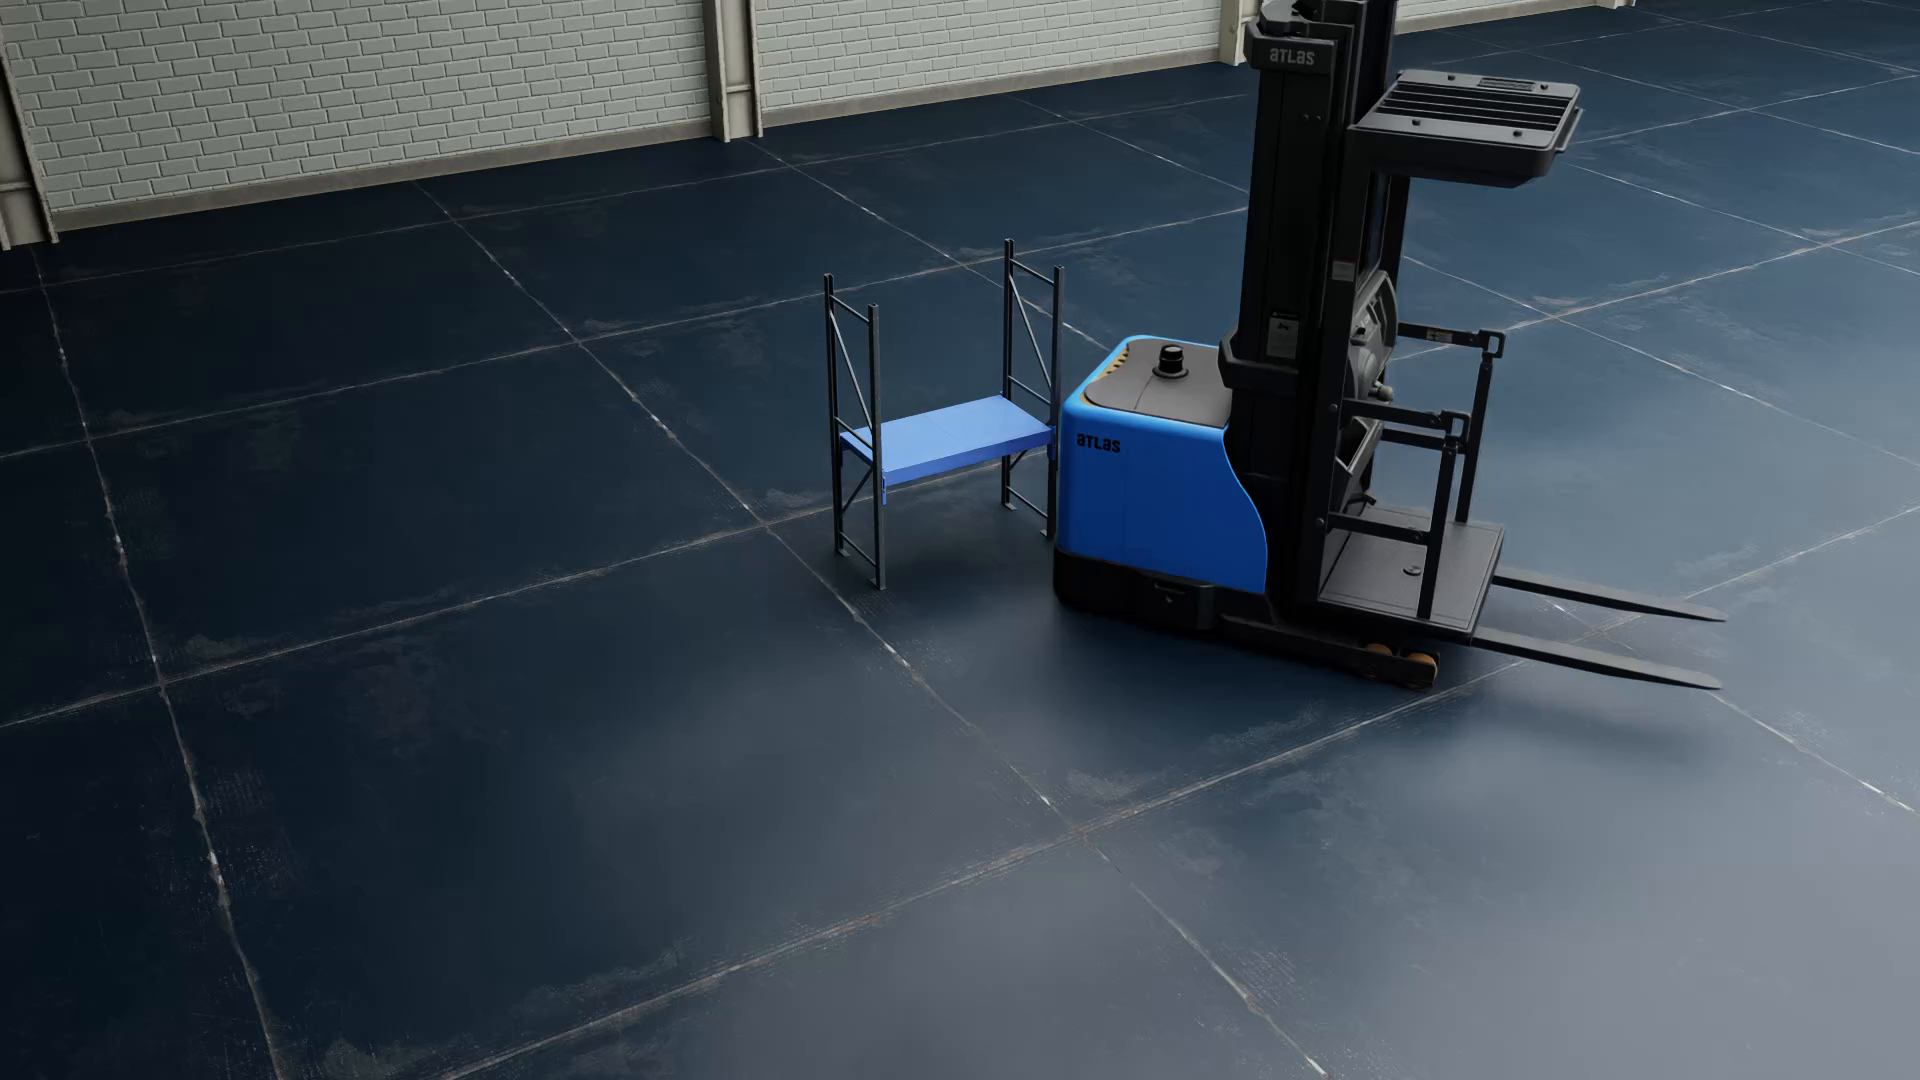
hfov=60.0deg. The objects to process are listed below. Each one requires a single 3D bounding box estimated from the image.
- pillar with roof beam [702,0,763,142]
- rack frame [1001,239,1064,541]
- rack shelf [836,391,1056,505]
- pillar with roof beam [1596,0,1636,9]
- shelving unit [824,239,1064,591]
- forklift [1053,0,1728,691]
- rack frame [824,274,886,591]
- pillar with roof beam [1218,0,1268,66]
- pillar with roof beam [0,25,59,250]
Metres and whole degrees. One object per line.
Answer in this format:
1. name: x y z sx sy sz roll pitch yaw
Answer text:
1. pillar with roof beam: 0.087 -5.952 10.222 0.400 9.000 9.100 -16 33 -26
2. rack frame: 0.365 -0.760 8.575 0.032 1.500 0.500 -16 33 -26
3. rack shelf: -0.074 -0.478 8.437 1.000 0.185 0.538 -16 33 -26
4. pillar with roof beam: 10.433 -8.890 15.545 0.400 9.000 9.100 -16 33 -26
5. shelving unit: -0.074 -0.636 8.350 1.048 1.500 0.538 -16 33 -26
6. forklift: 2.020 -0.896 7.341 3.031 2.935 1.130 12 31 21
7. rack frame: -0.512 -0.511 8.124 0.032 1.500 0.500 -16 33 -26
8. pillar with roof beam: 5.260 -7.421 12.883 0.400 9.000 9.100 -16 33 -26
9. pillar with roof beam: -5.087 -4.484 7.561 0.400 9.000 9.100 -16 33 -26
